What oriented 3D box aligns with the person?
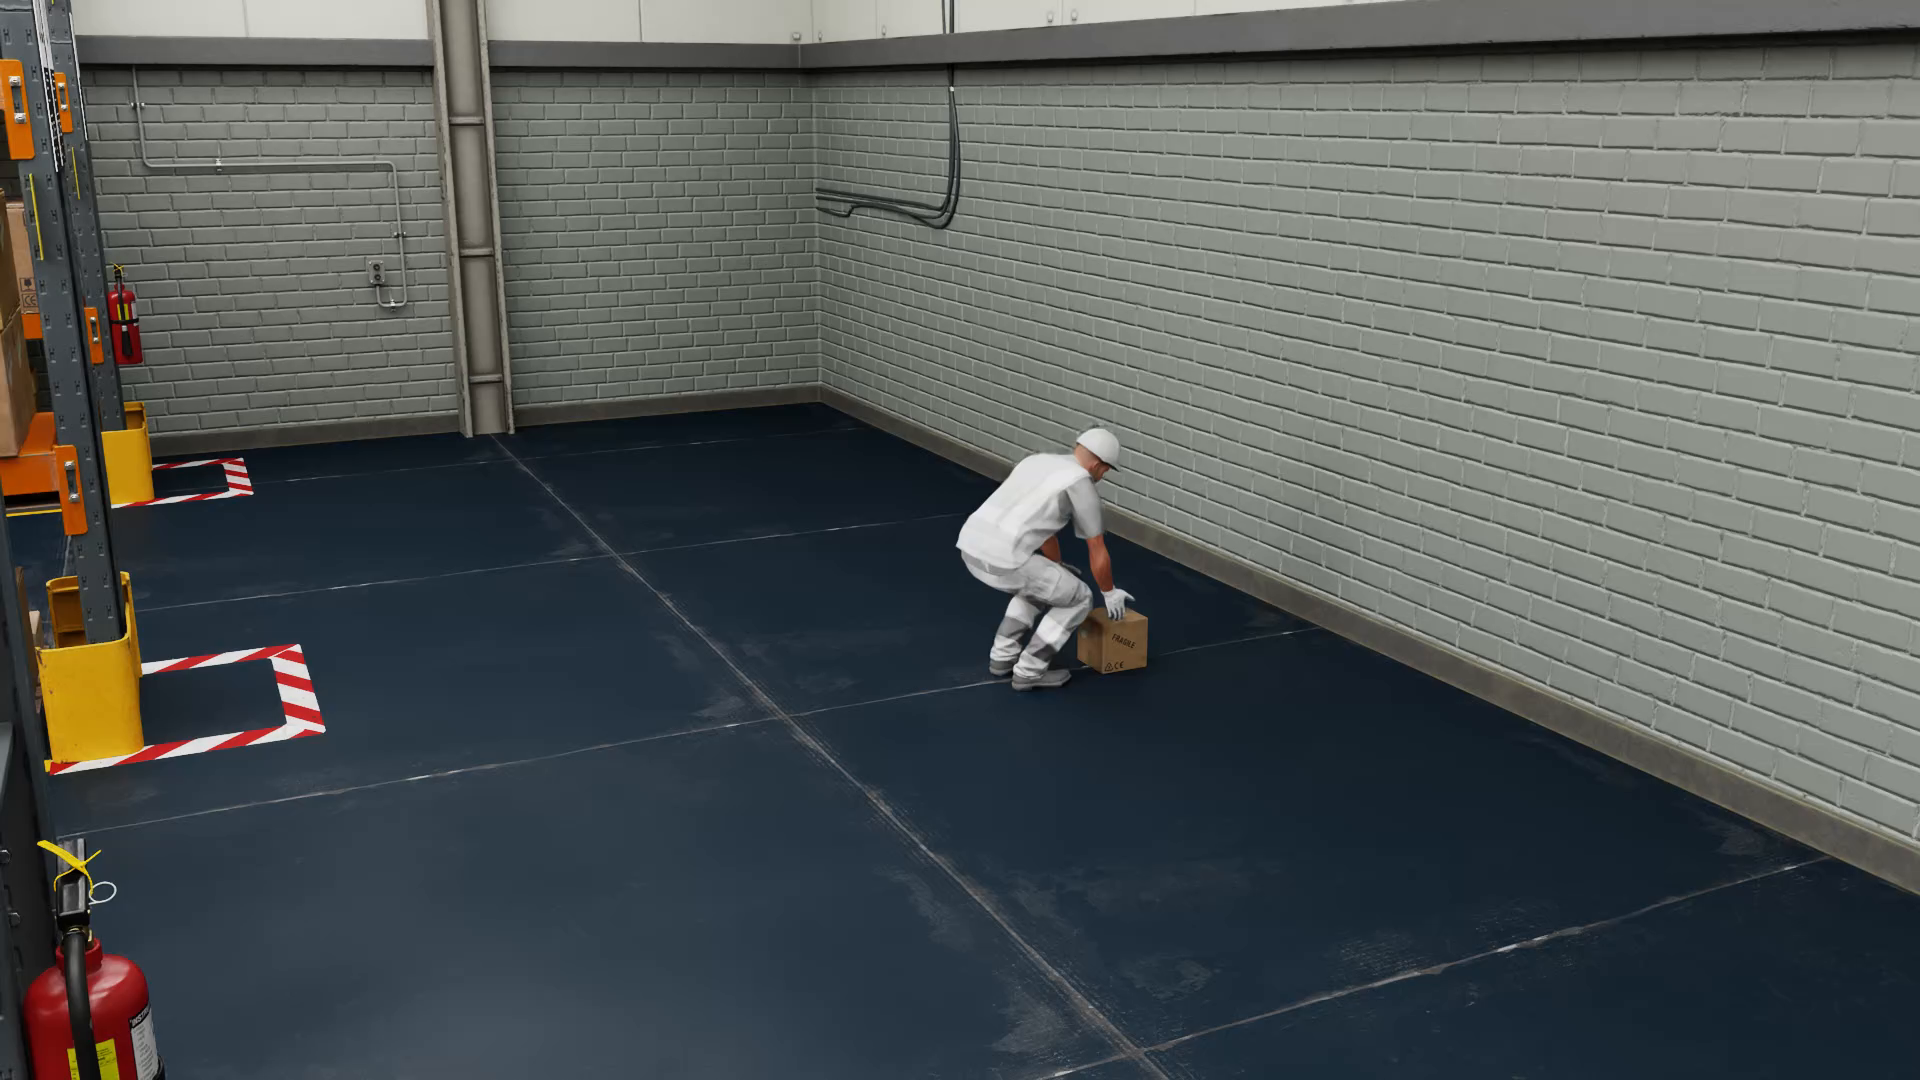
[{"bbox_3d":[0.387,0.075,7.886,0.852,1.172,0.585,-7,17,-25],"label":"person"}]
